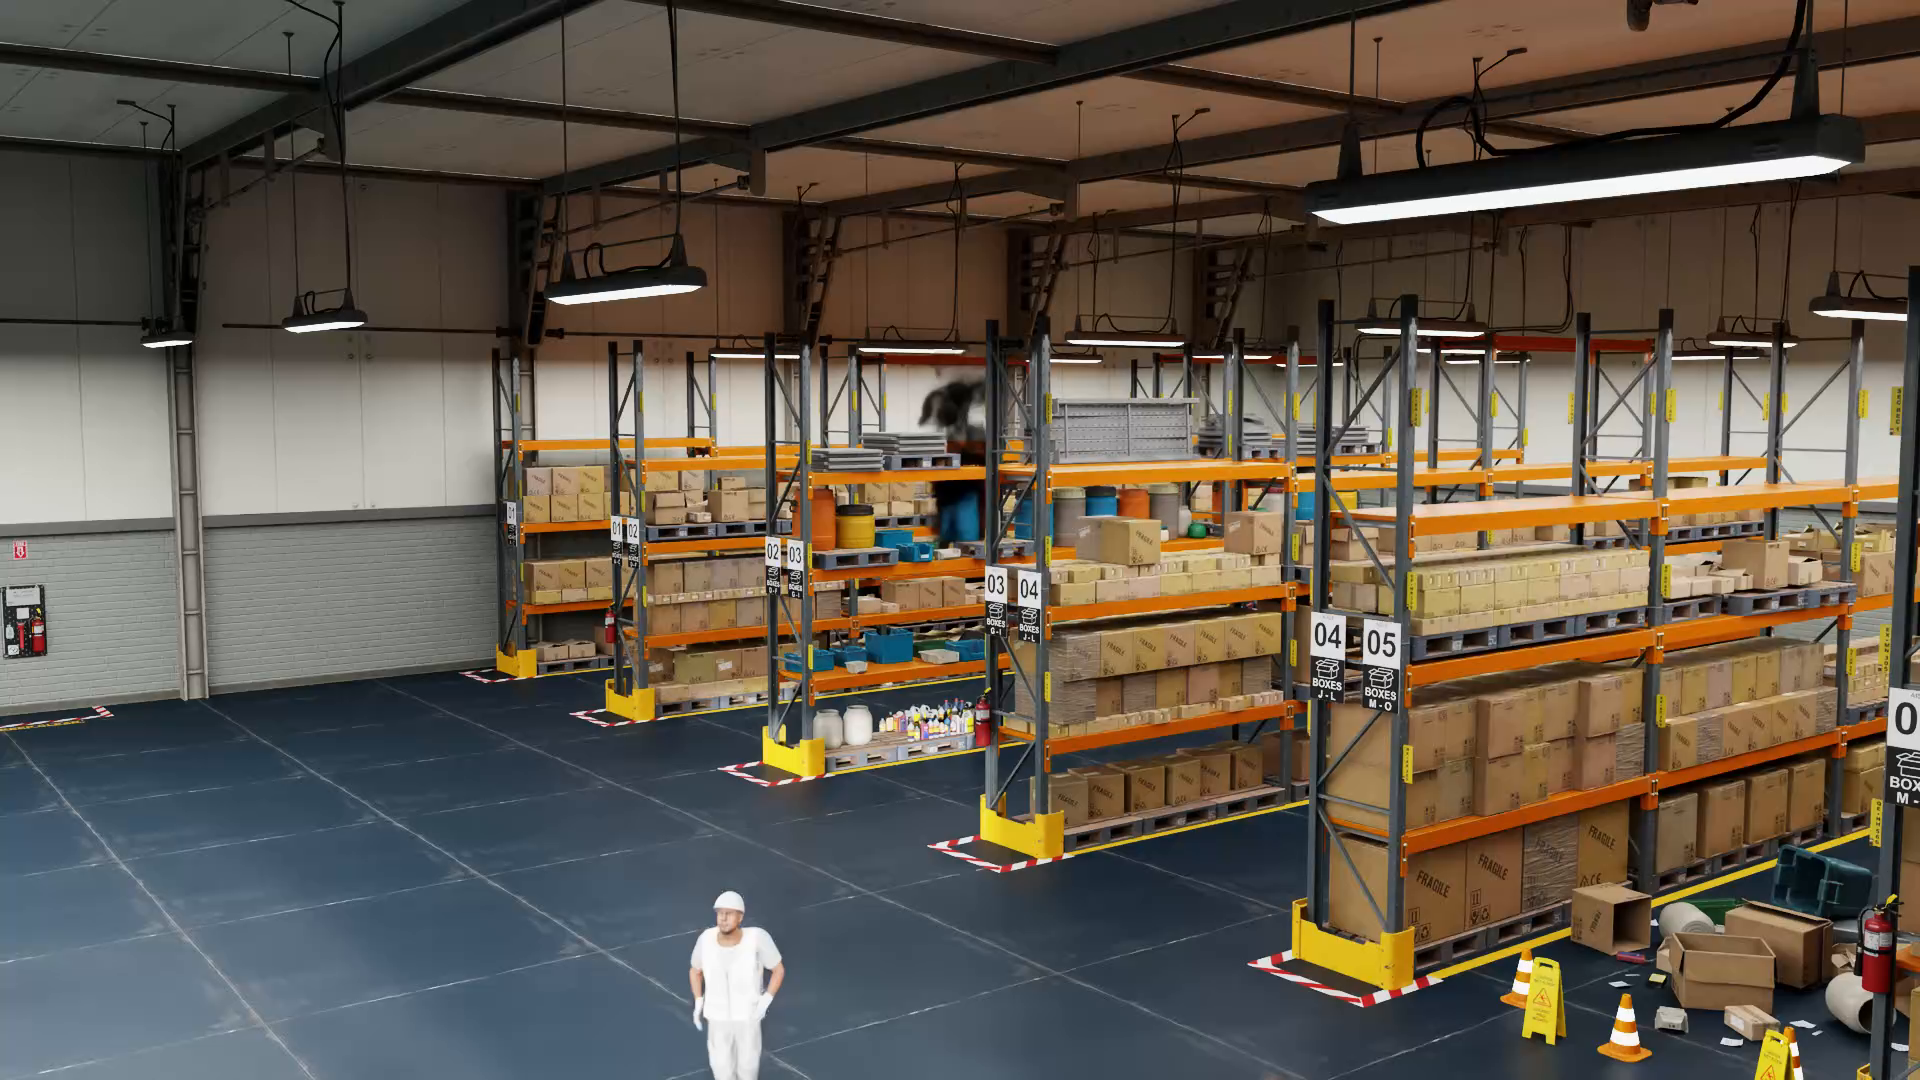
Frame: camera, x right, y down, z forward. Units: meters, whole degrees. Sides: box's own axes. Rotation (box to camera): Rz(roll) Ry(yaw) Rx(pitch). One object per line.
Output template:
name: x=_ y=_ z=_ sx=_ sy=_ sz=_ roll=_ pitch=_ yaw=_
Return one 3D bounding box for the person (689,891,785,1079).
person: x=-1.554 y=3.290 z=11.532 sx=0.675 sy=1.758 sz=0.664 roll=0 pitch=5 yaw=4
